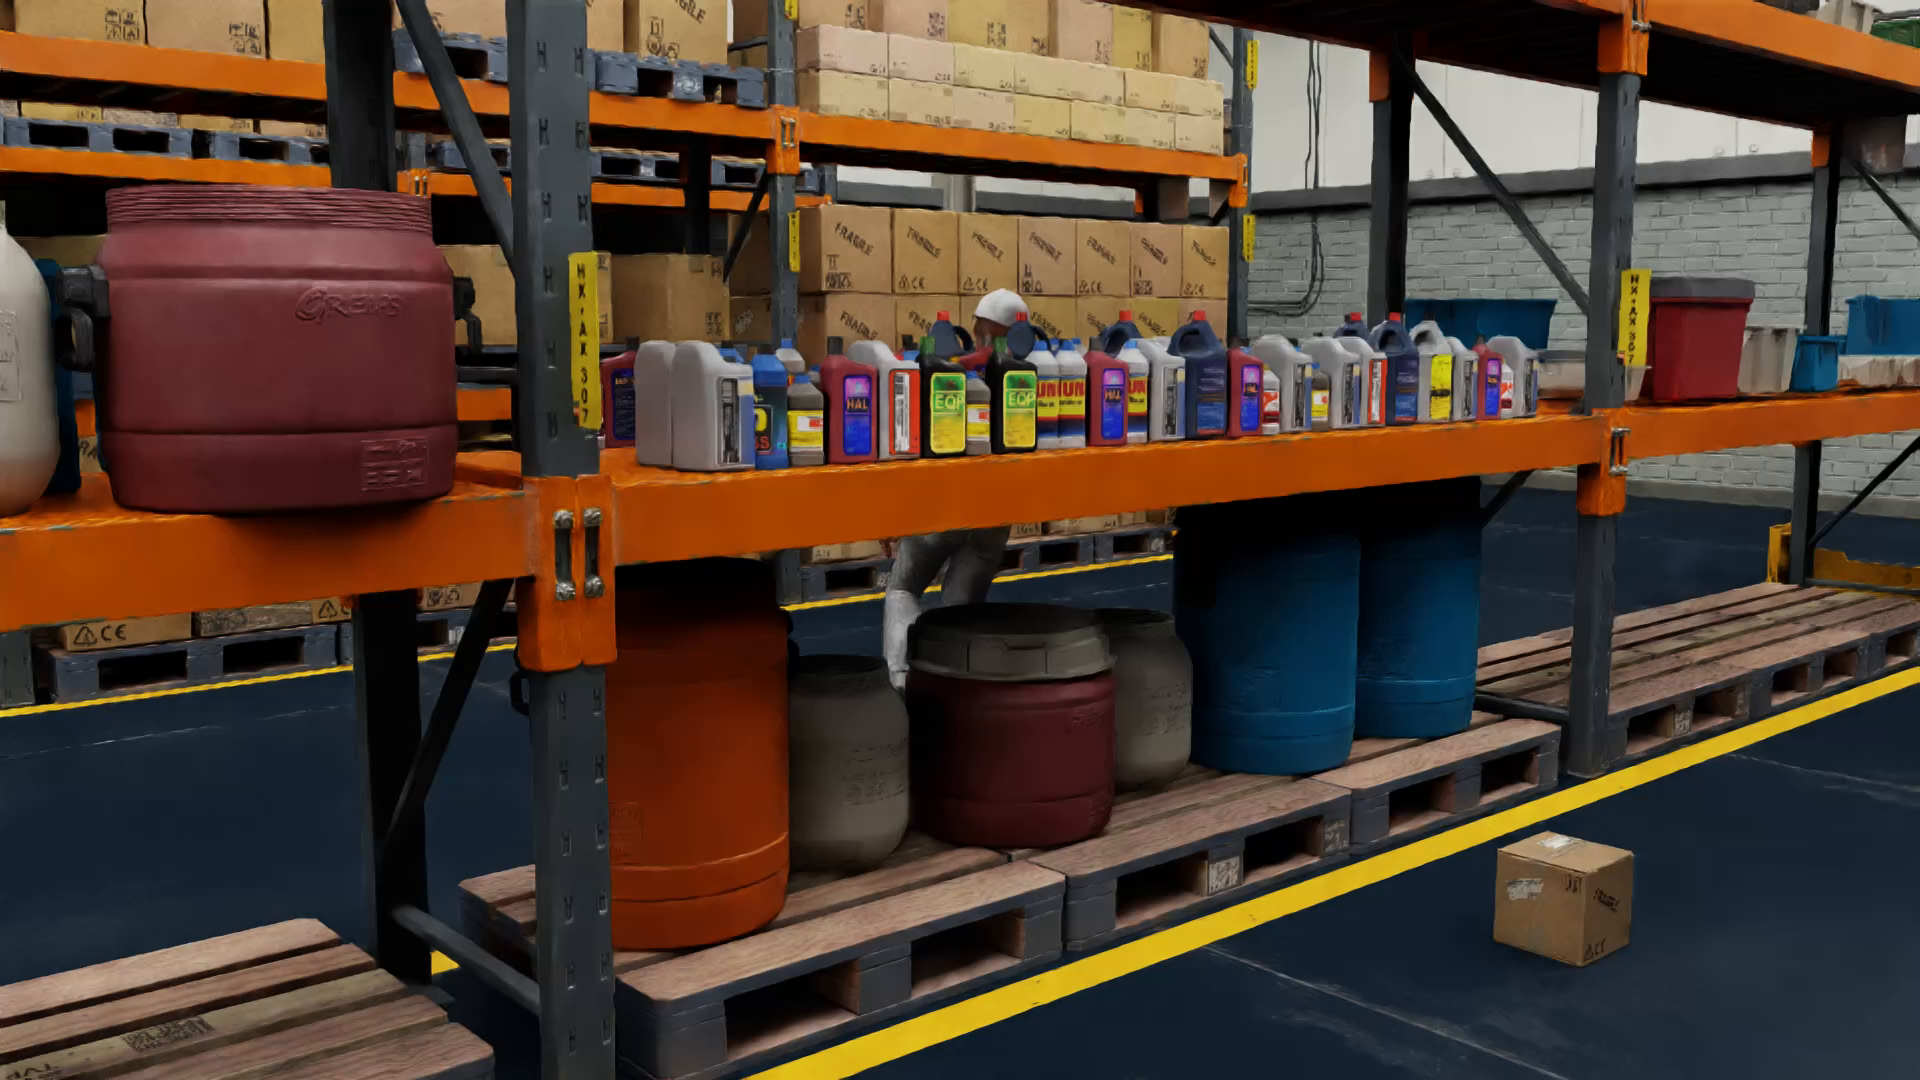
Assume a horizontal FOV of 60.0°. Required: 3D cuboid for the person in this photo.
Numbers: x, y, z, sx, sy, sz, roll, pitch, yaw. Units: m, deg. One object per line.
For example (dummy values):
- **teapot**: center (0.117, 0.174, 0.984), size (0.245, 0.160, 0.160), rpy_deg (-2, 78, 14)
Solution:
- **person**: center (-0.027, -0.082, 6.334), size (0.751, 1.735, 0.485), rpy_deg (-1, 7, -11)
